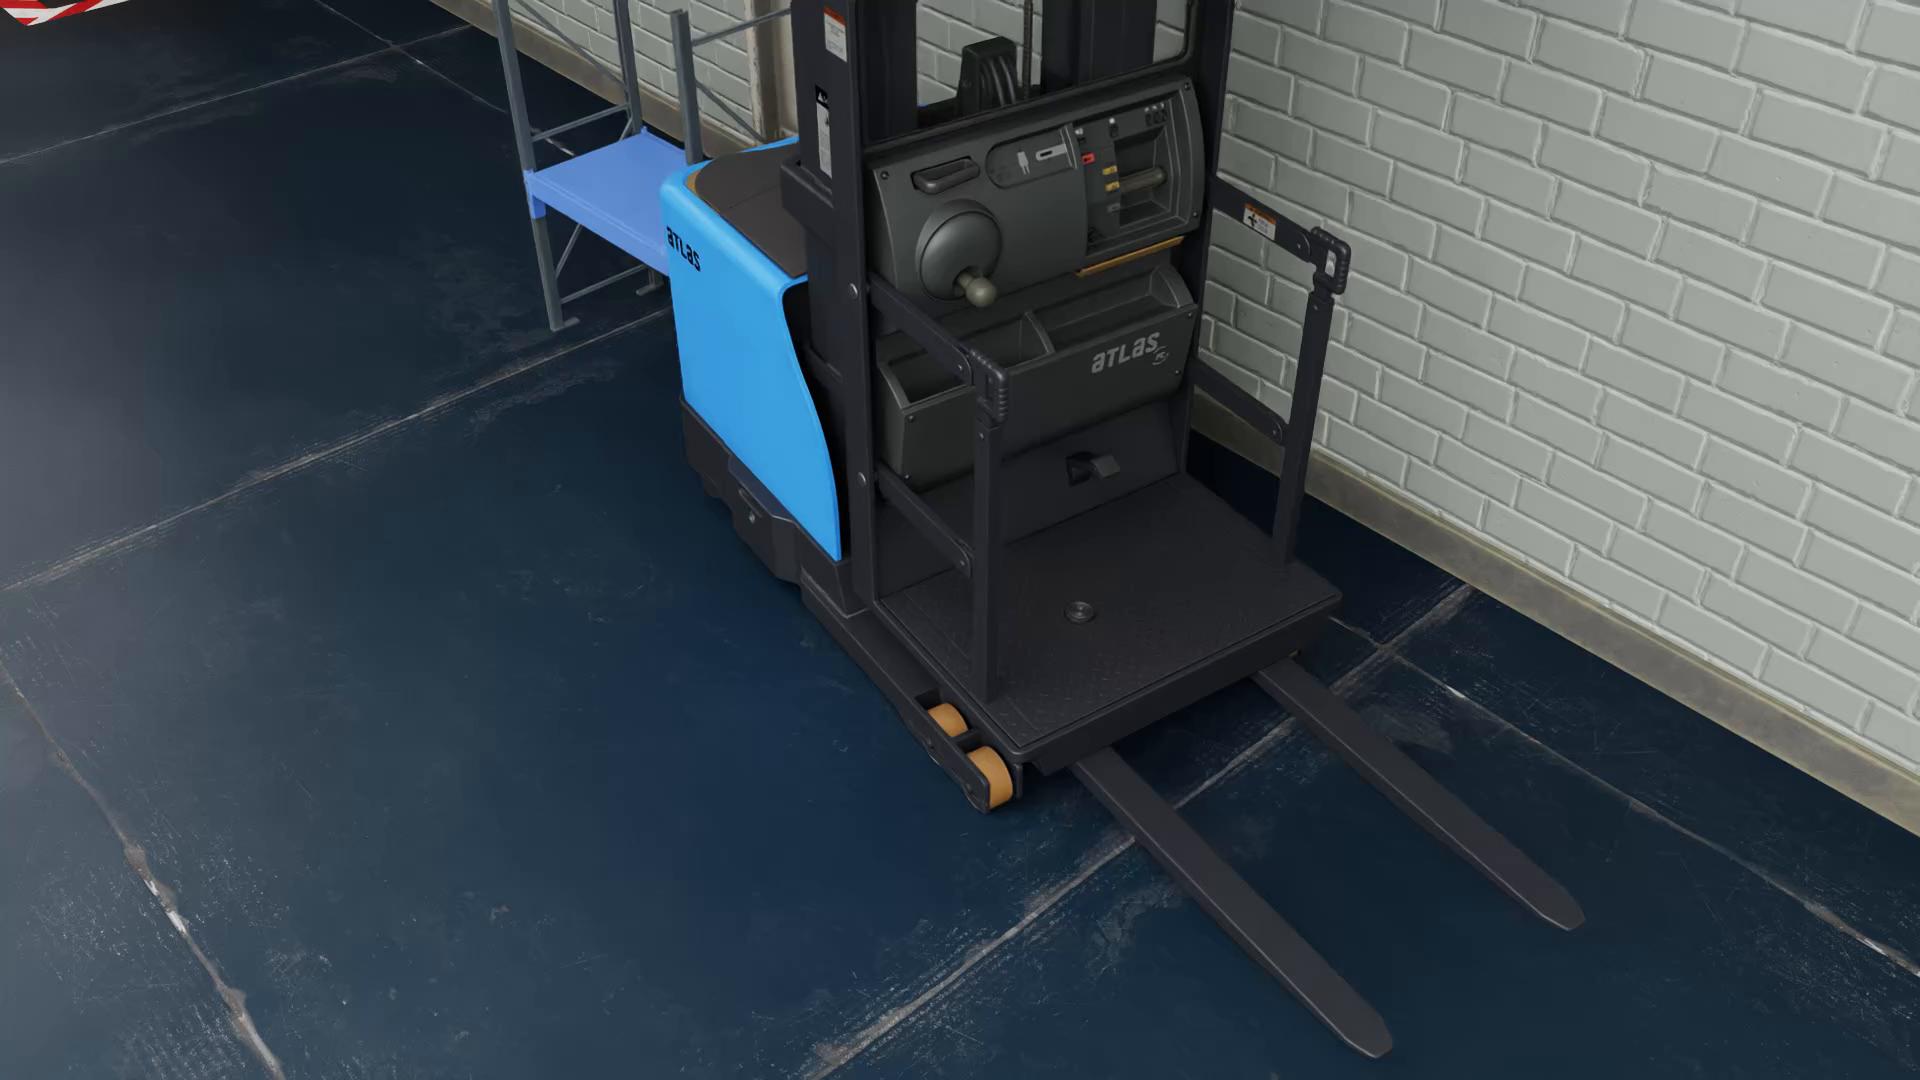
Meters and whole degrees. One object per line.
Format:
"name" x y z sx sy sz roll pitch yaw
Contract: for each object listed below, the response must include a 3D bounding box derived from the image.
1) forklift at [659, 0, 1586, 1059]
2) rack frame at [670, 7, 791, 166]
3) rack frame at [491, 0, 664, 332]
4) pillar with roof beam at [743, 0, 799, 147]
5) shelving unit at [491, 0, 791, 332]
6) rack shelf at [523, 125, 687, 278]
"forklift" 0.329 -0.774 3.876 1.130 2.935 3.031 -22 44 -25
"rack frame" -0.635 -1.017 5.315 0.500 1.500 0.032 -31 48 -33
"rack frame" -1.344 -1.474 5.882 0.500 1.500 0.032 -31 48 -33
"pillar with roof beam" -3.731 -2.876 1.649 9.100 9.000 0.400 -30 48 -32
"shelving unit" -0.989 -1.245 5.598 0.538 1.500 1.048 -31 48 -33
"rack shelf" -0.989 -1.105 5.711 0.538 0.185 1.000 -31 48 -33
